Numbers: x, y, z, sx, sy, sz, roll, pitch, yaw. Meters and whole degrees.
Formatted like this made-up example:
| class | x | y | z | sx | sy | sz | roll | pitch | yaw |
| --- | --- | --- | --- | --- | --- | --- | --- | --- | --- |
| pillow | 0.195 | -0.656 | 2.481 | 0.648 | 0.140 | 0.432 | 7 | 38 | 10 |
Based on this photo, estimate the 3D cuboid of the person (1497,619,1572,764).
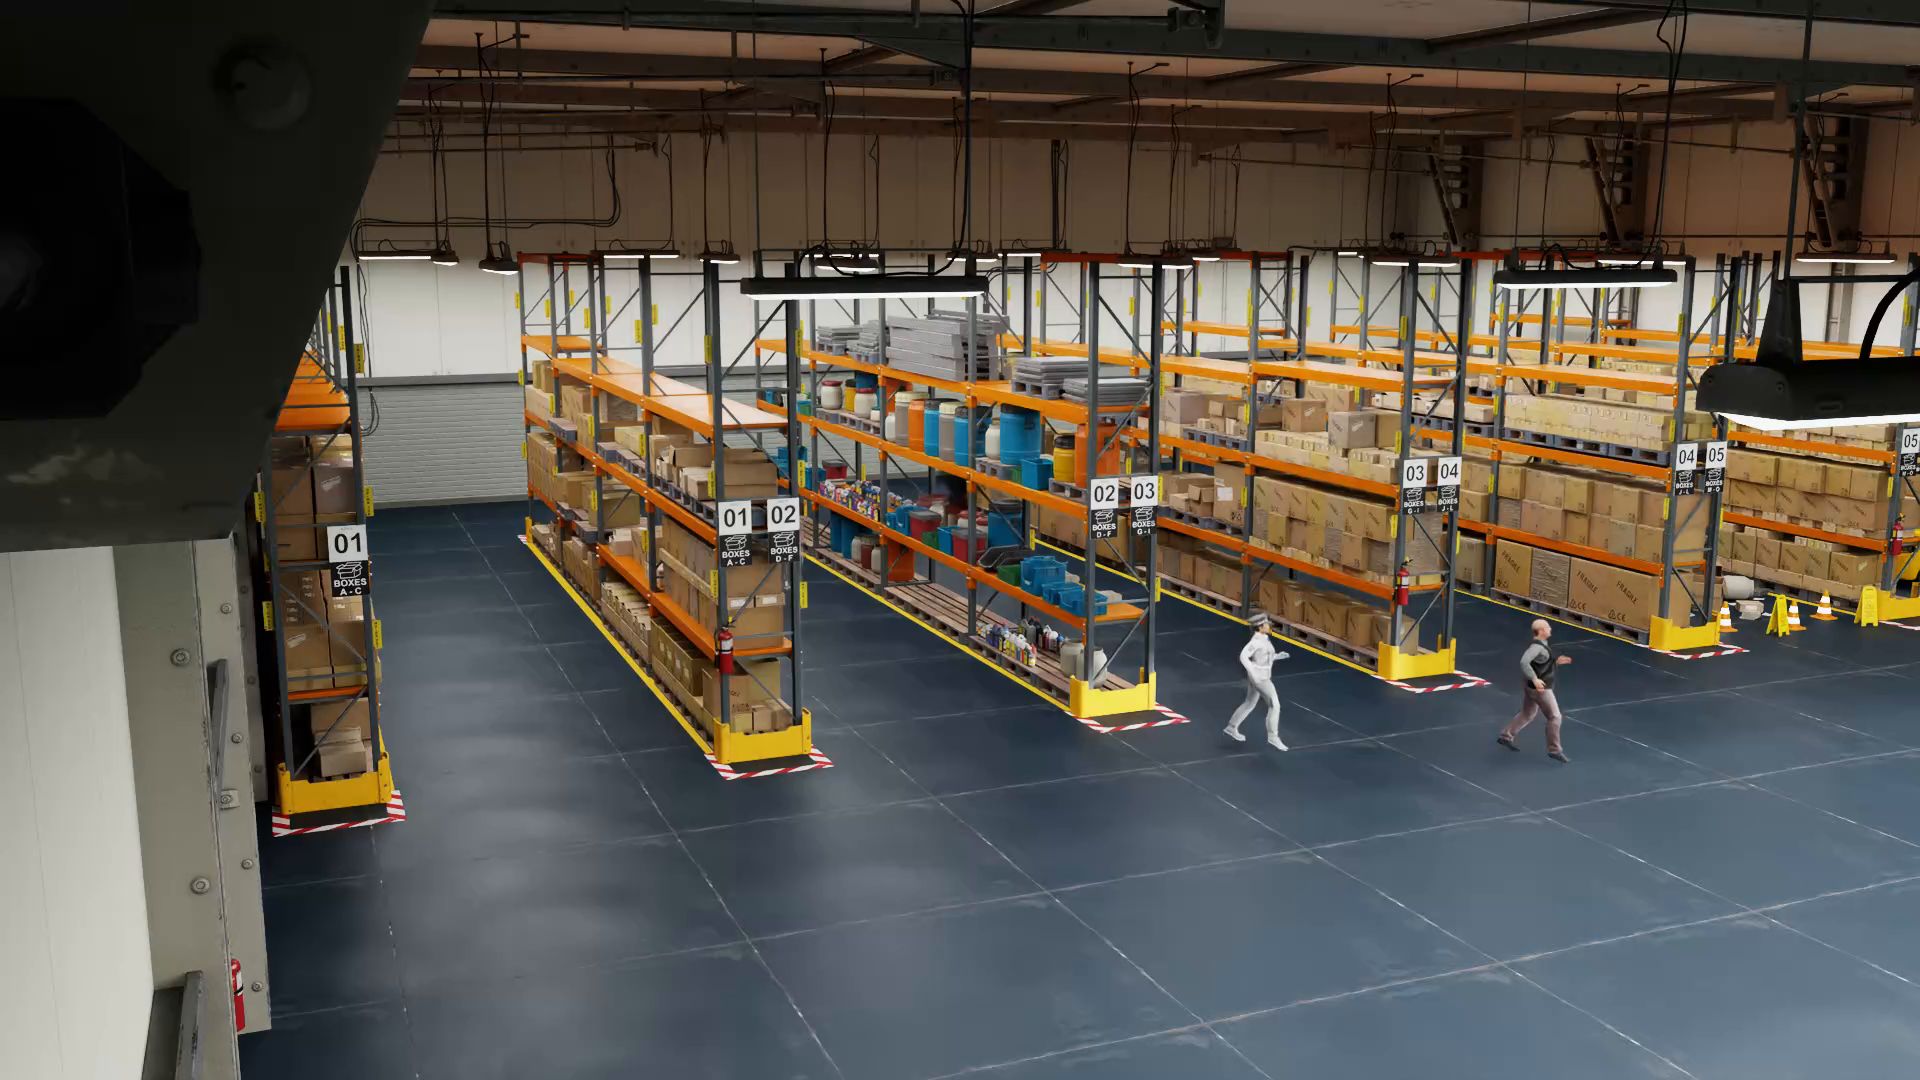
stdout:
| class | x | y | z | sx | sy | sz | roll | pitch | yaw |
| --- | --- | --- | --- | --- | --- | --- | --- | --- | --- |
| person | 7.025 | 1.823 | 20.211 | 0.875 | 1.753 | 0.641 | 2 | 11 | 10 |

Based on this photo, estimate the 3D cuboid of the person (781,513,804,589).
| class | x | y | z | sx | sy | sz | roll | pitch | yaw |
| --- | --- | --- | --- | --- | --- | --- | --- | --- | --- |
| person | -2.866 | 0.130 | 28.355 | 0.522 | 1.638 | 0.714 | -6 | 12 | -31 |

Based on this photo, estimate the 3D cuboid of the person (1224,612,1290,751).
| class | x | y | z | sx | sy | sz | roll | pitch | yaw |
| --- | --- | --- | --- | --- | --- | --- | --- | --- | --- |
| person | 3.715 | 1.753 | 20.718 | 0.772 | 1.744 | 0.585 | 1 | 10 | 6 |
